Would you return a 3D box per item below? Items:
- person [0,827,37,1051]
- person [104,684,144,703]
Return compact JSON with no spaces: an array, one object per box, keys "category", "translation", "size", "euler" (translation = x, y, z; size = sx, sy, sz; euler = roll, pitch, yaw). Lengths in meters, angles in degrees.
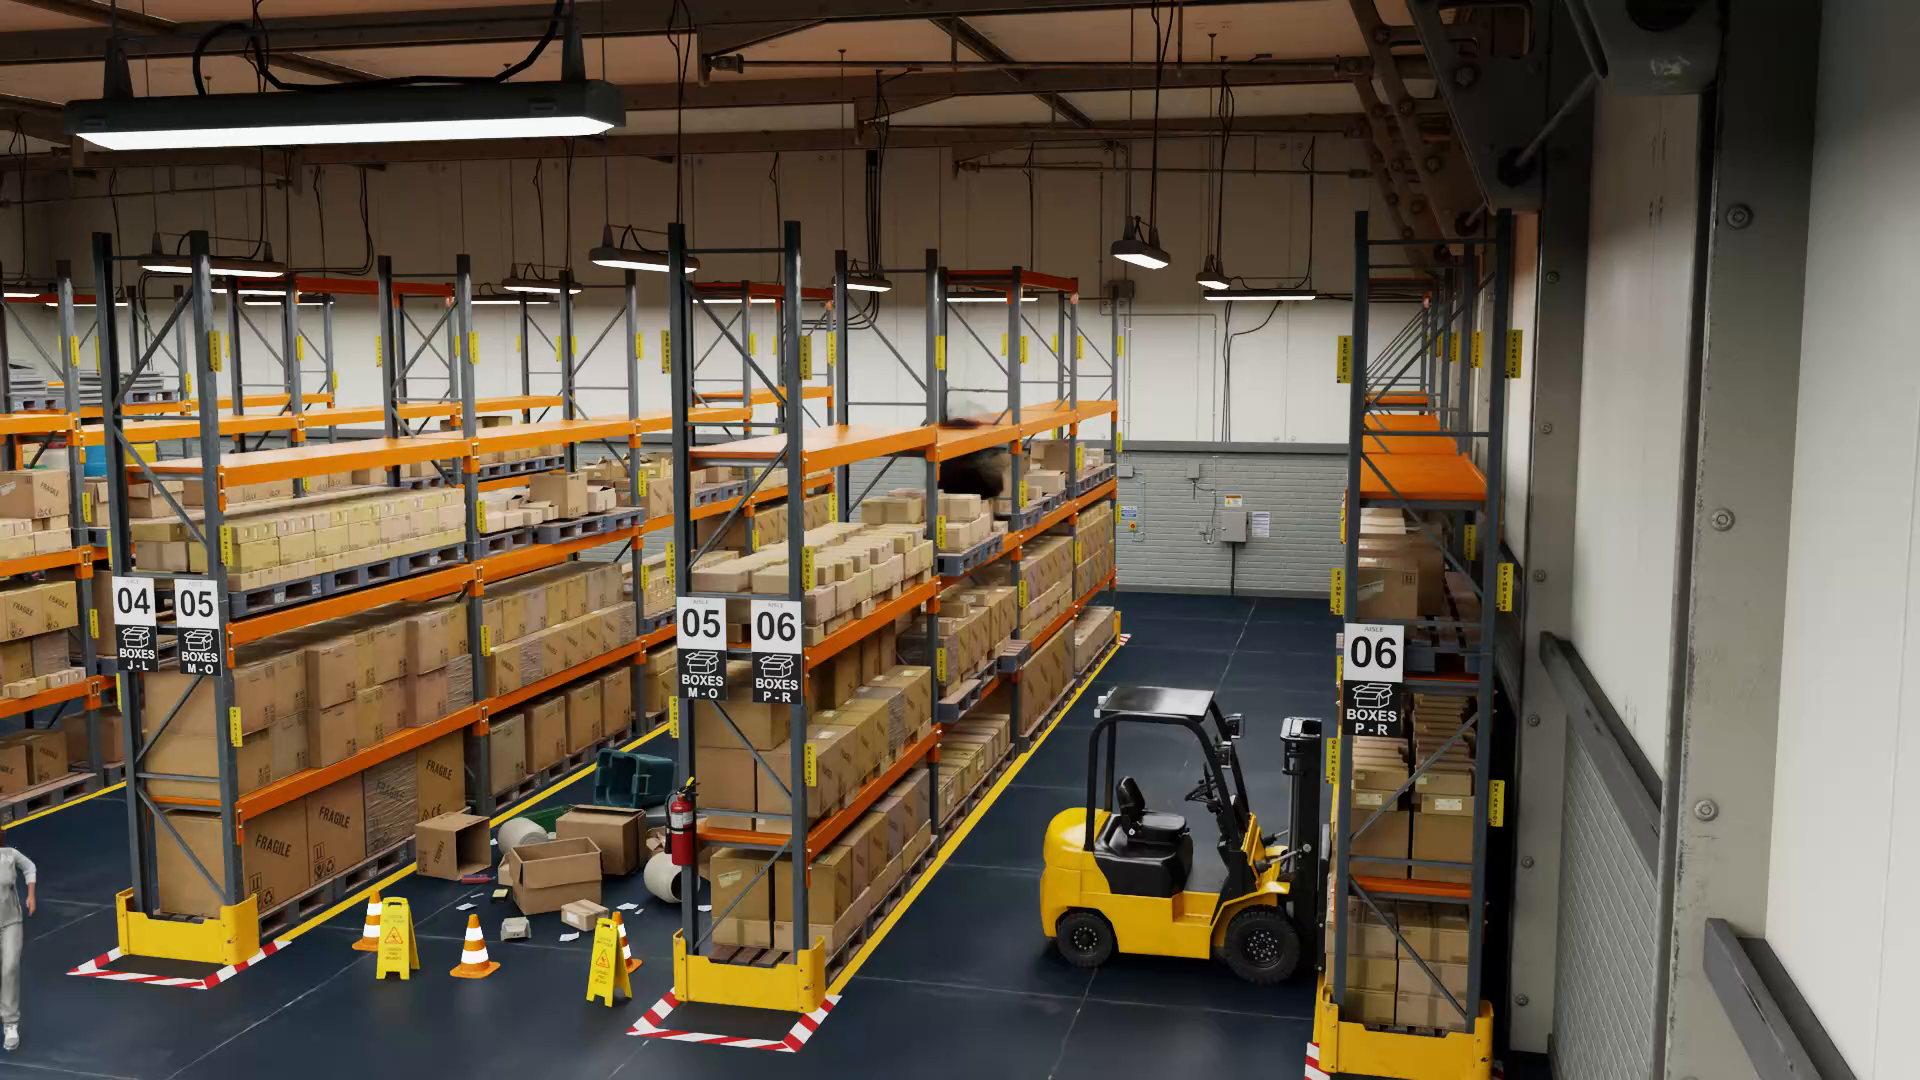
[{"category":"person","translation":[-7.146,2.871,12.336],"size":[0.560,1.633,0.811],"euler":[-4,8,-29]},{"category":"person","translation":[-11.243,1.578,22.328],"size":[0.565,1.809,0.838],"euler":[0,7,-1]}]
